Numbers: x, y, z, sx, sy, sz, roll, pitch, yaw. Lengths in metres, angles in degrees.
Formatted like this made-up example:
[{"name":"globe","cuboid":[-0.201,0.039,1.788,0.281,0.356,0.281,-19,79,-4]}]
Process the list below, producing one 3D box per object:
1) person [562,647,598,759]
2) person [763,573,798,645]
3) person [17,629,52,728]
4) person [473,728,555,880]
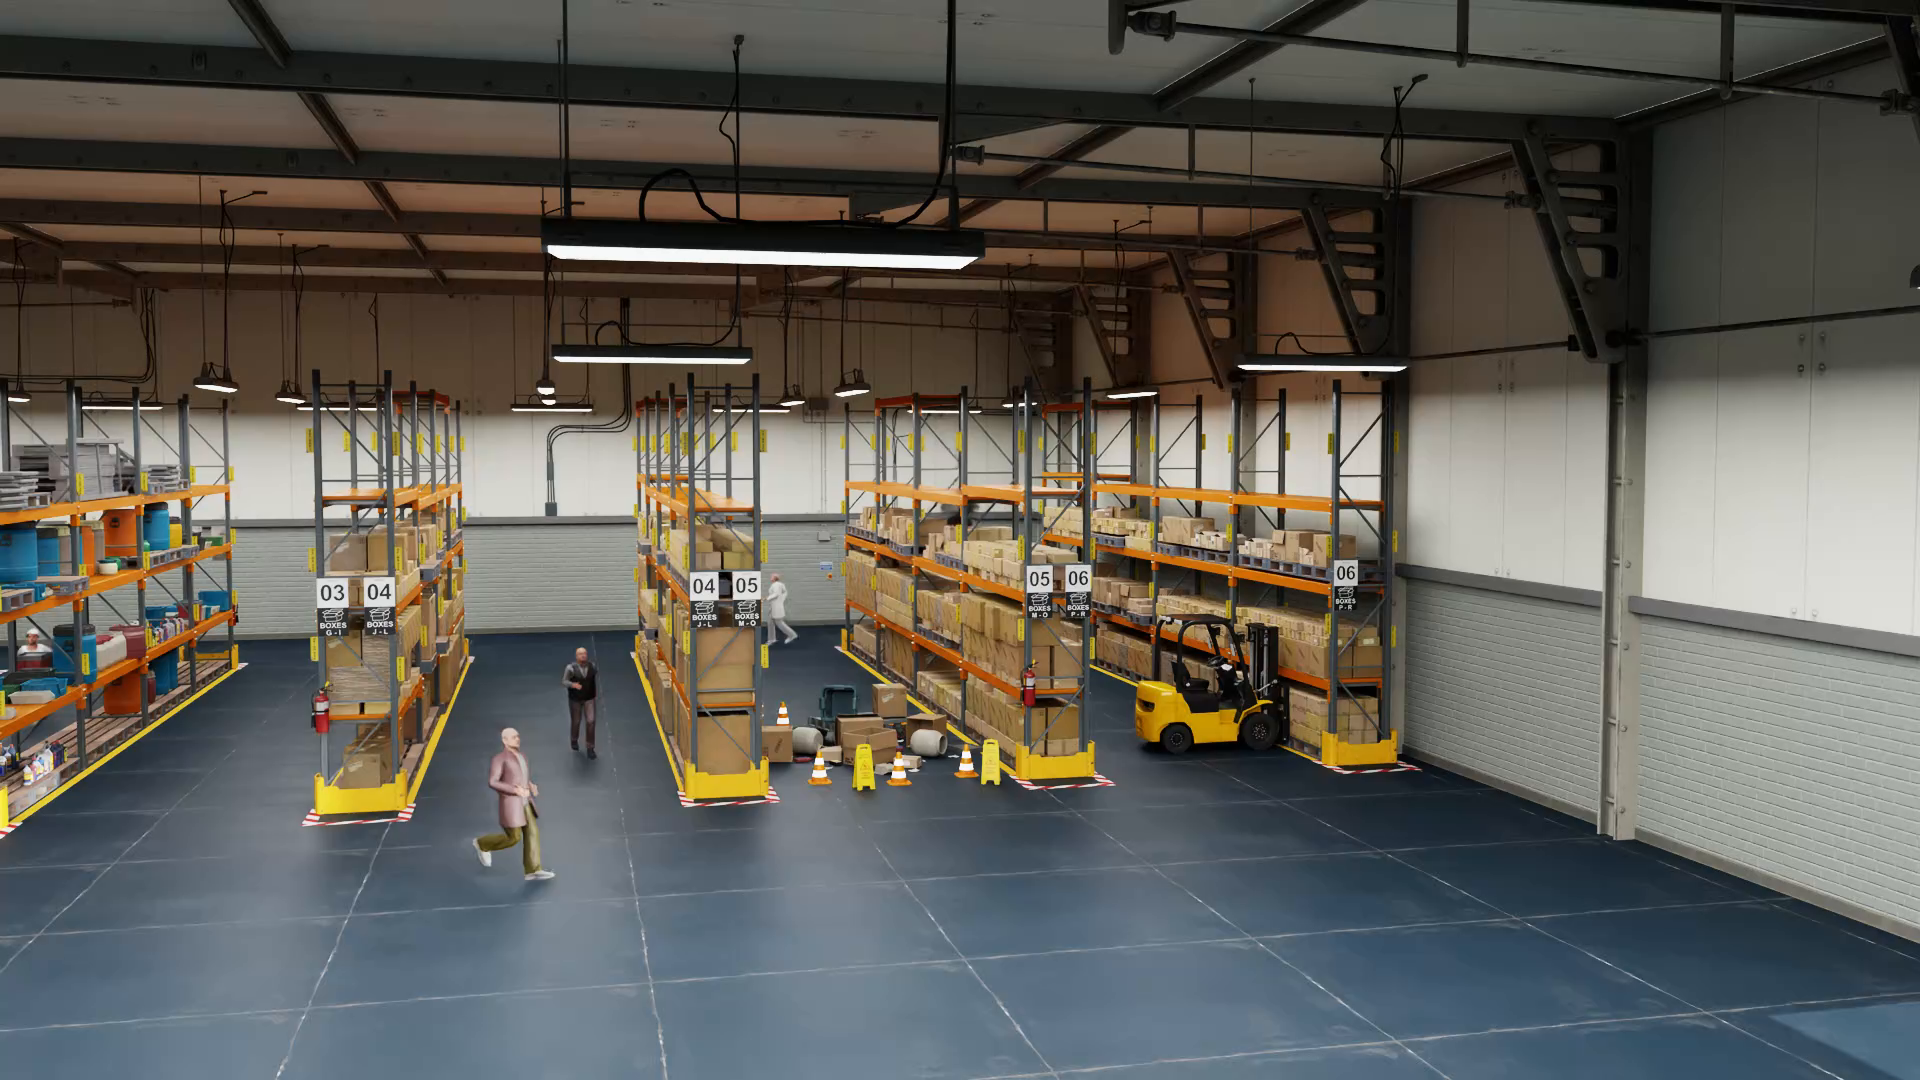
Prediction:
[{"name":"person","cuboid":[-6.093,2.682,26.733,0.610,1.570,0.884,-1,4,-21]},{"name":"person","cuboid":[-4.473,1.745,41.287,0.894,1.823,0.692,0,3,1]},{"name":"person","cuboid":[-16.309,2.440,29.278,0.648,1.737,0.614,-1,3,-19]},{"name":"person","cuboid":[-5.111,3.031,19.117,1.014,1.751,0.724,1,4,20]}]
